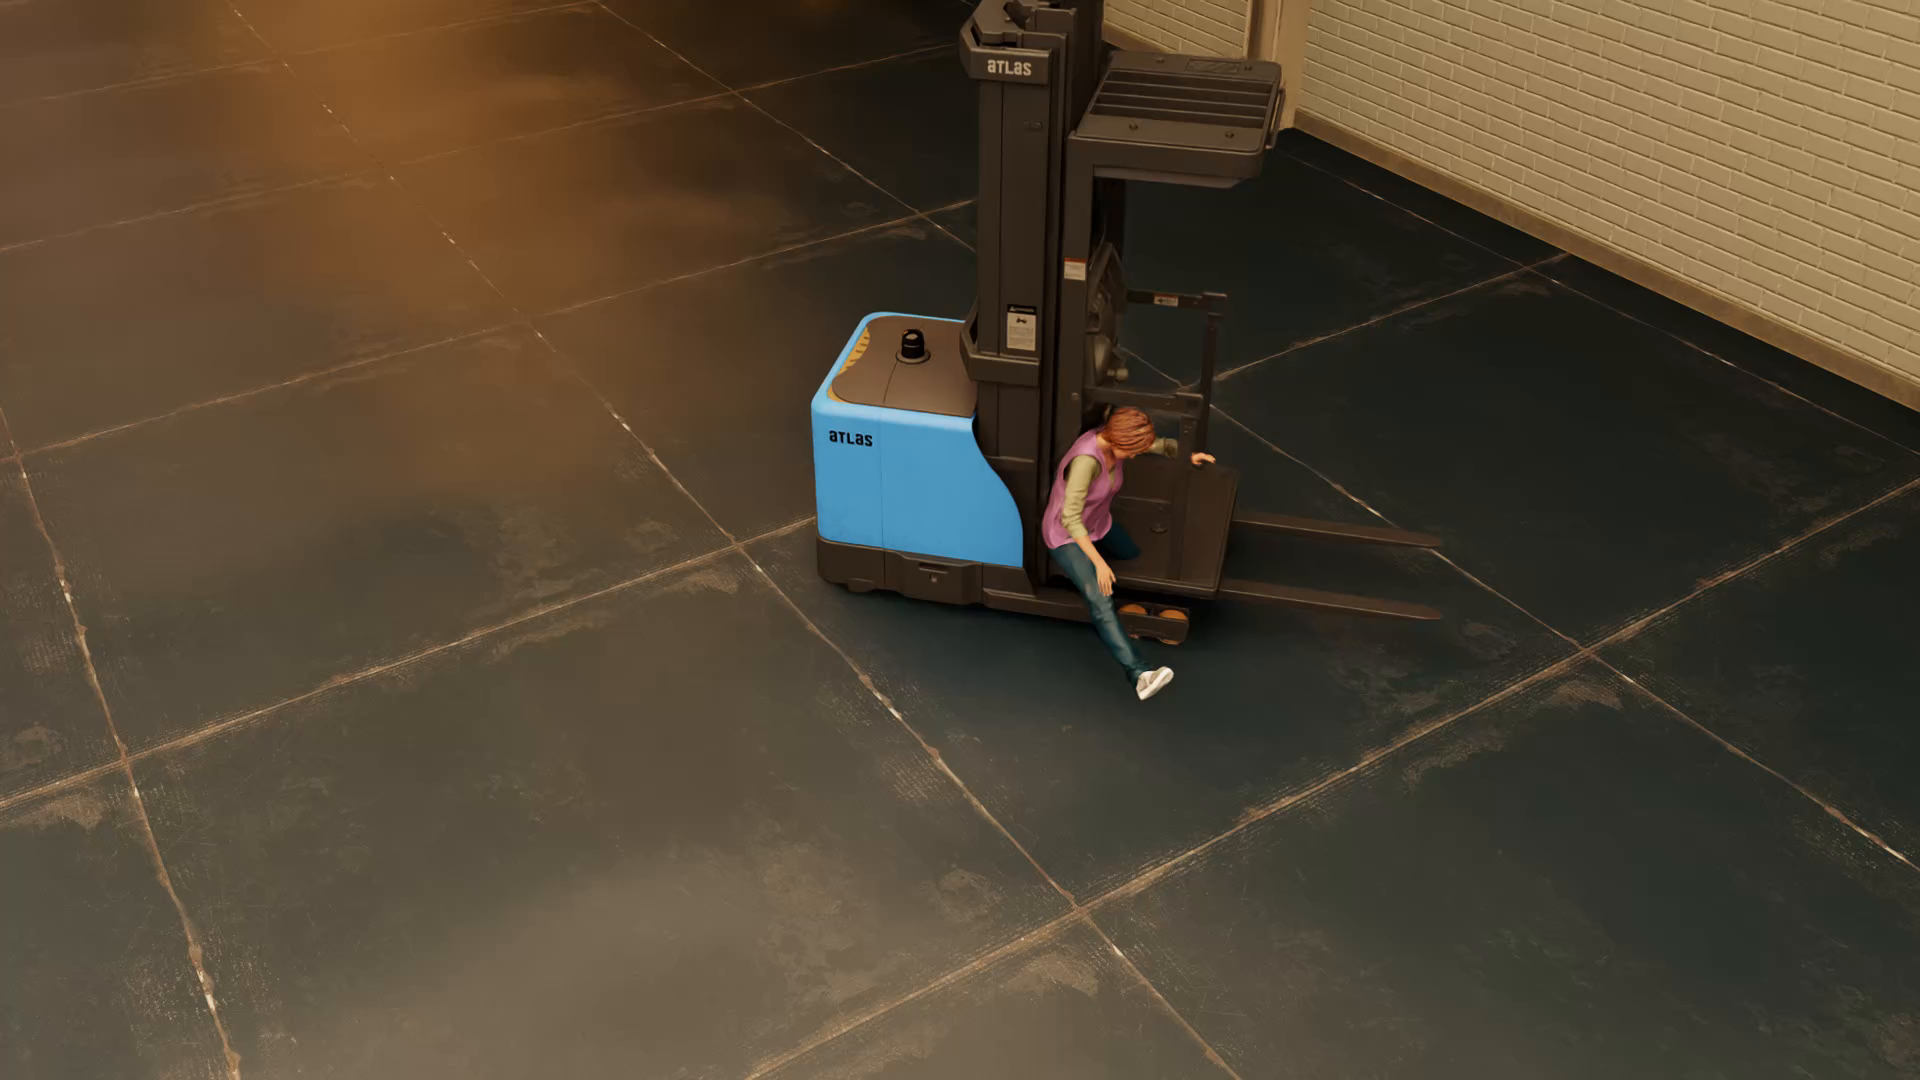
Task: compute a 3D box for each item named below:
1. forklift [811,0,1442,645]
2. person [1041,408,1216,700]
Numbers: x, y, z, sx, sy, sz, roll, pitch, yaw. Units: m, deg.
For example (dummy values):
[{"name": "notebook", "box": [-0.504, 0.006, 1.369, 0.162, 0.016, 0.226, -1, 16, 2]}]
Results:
[{"name": "forklift", "box": [0.858, -1.035, 7.621, 3.031, 2.935, 1.130, 8, 36, 11]}, {"name": "person", "box": [0.776, -0.015, 7.627, 1.051, 1.235, 0.911, 26, 43, 32]}]
